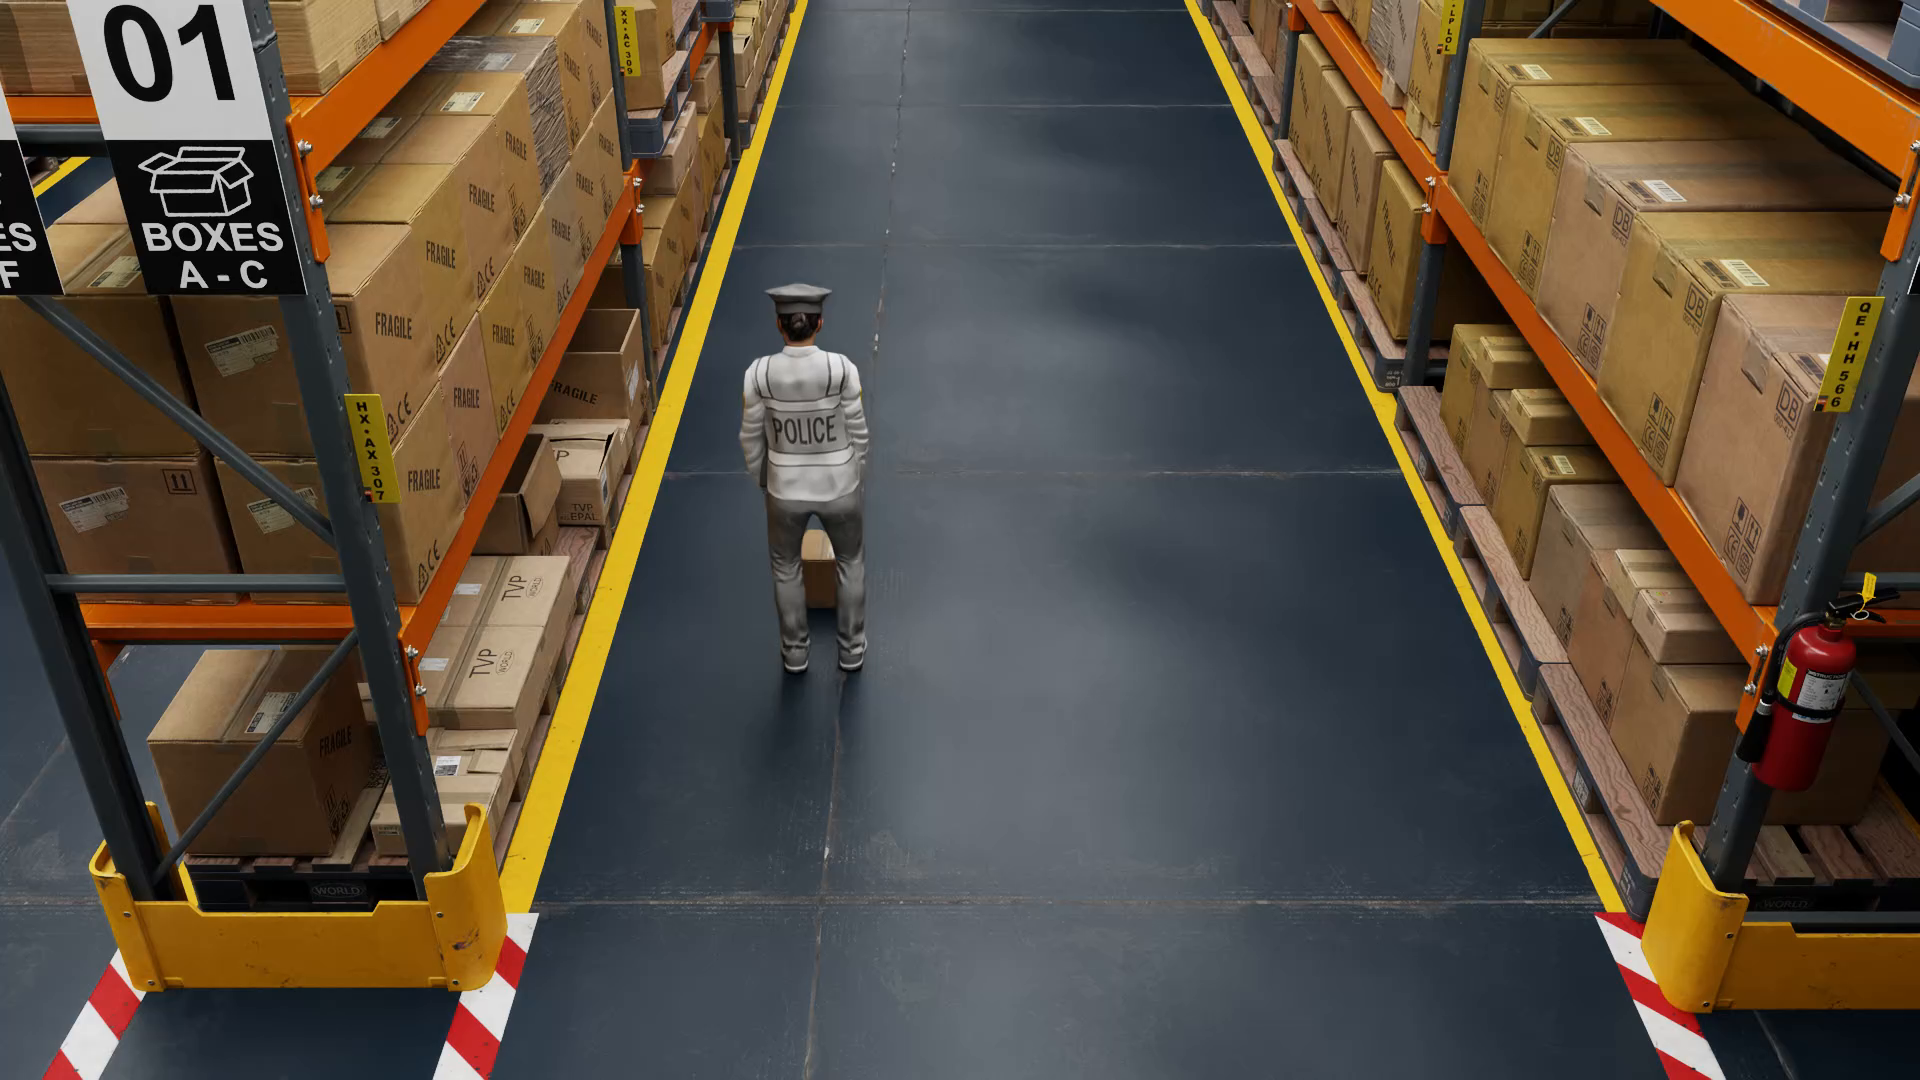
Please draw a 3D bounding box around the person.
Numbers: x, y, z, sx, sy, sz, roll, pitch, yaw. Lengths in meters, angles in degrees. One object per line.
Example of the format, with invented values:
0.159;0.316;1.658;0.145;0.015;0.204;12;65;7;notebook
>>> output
-0.600;-0.216;6.524;0.496;1.635;0.428;0;32;-1;person
